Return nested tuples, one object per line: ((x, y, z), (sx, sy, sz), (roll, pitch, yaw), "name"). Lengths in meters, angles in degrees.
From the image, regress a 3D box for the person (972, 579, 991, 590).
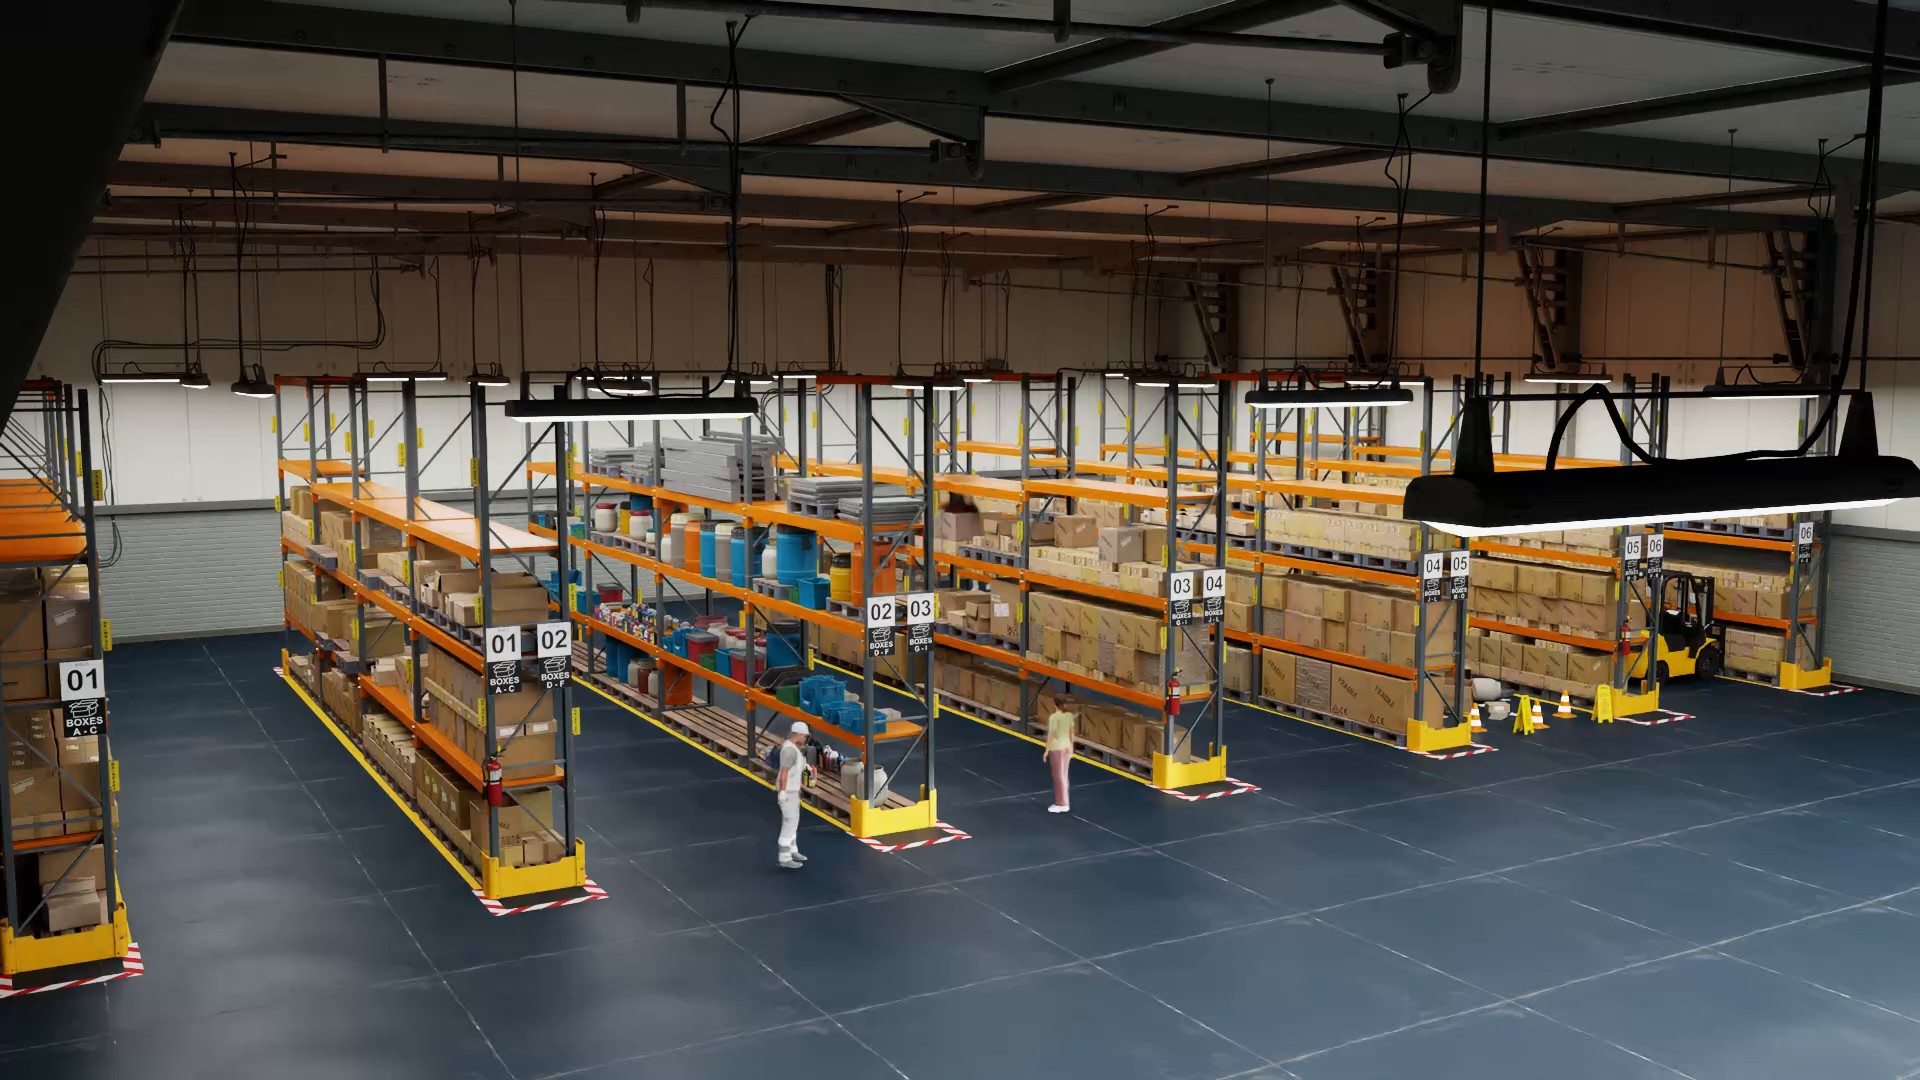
((0.529, 0.534, 44.946), (0.642, 1.740, 0.858), (3, 7, 27), "person")

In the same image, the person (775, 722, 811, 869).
((-2.089, 3.173, 20.896), (0.462, 1.777, 0.690), (0, 6, -3), "person")

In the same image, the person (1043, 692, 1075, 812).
((1.394, 2.966, 23.257), (0.376, 1.695, 0.499), (6, 9, 43), "person")
